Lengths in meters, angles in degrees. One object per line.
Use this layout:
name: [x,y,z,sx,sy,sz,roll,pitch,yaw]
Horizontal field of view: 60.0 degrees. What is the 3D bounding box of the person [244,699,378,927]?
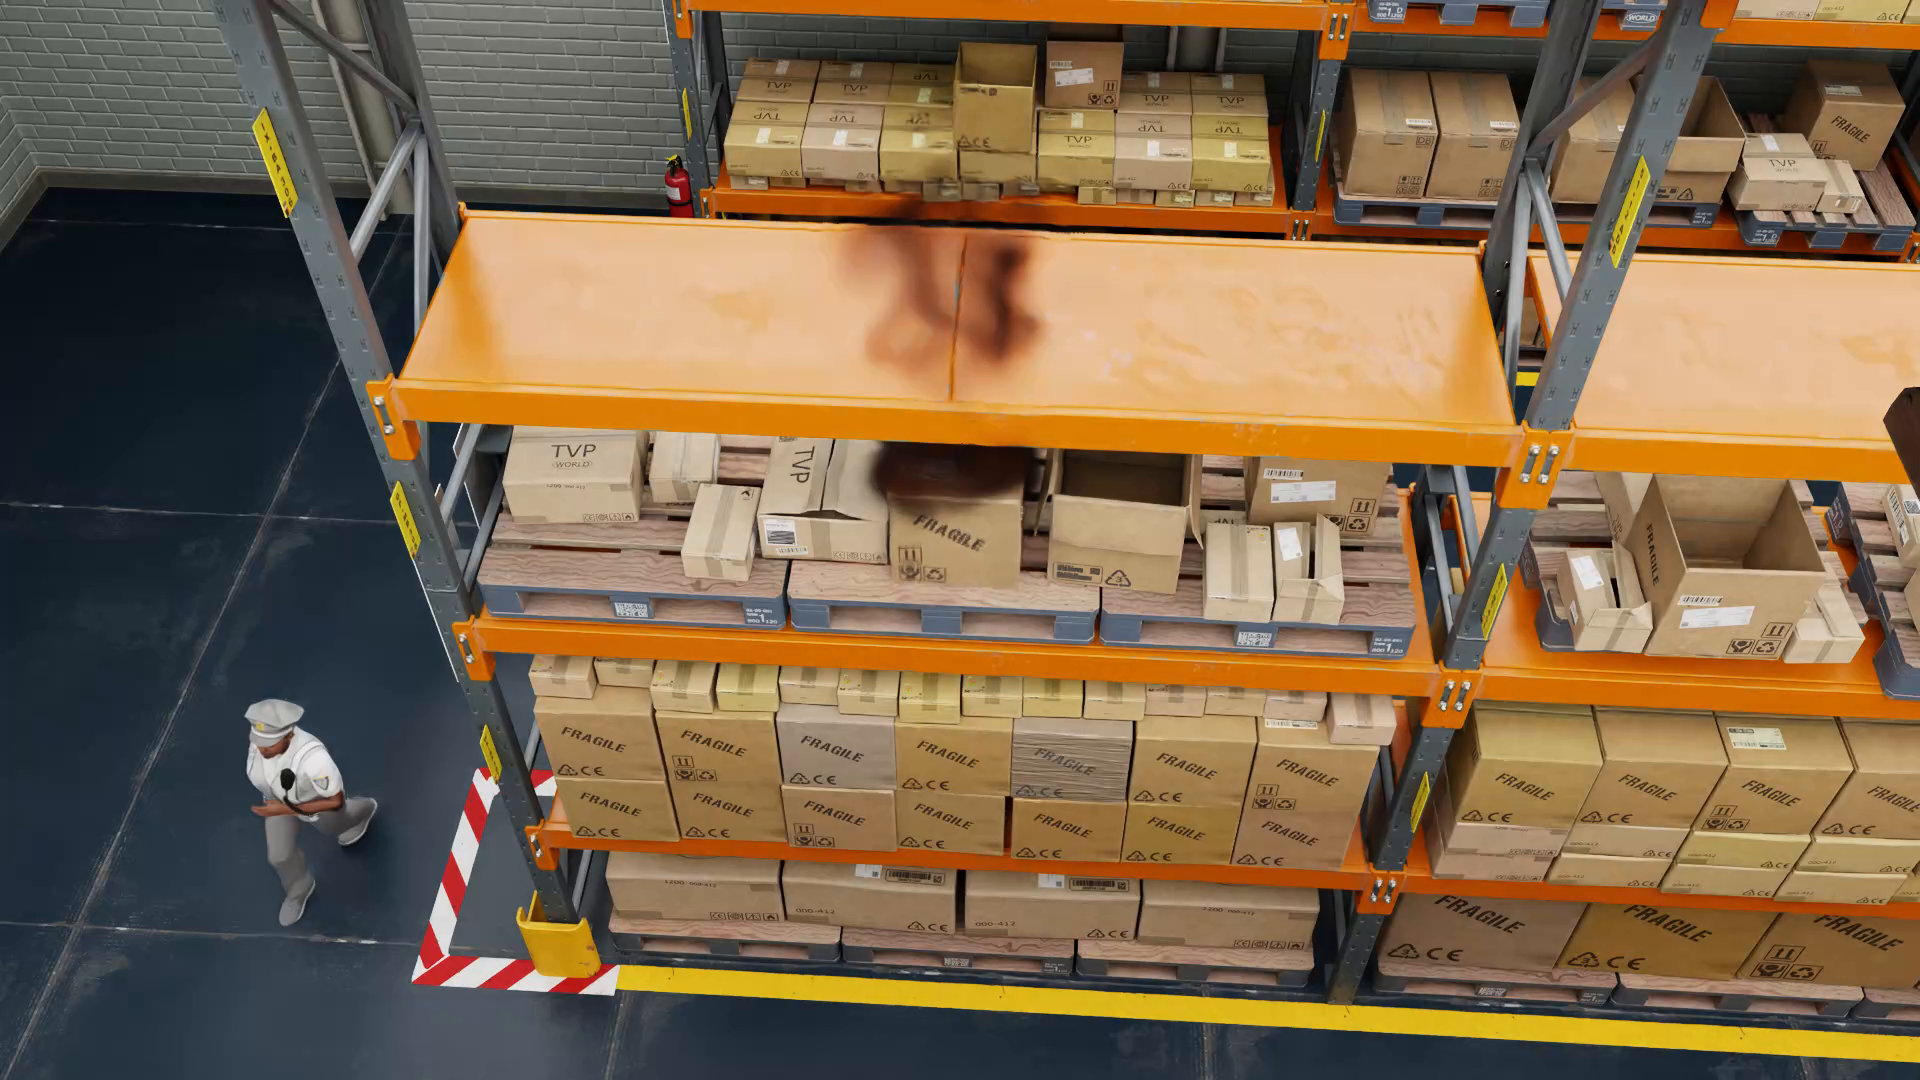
person: [-3.269,1.289,8.464,0.596,1.733,0.778,14,49,12]
